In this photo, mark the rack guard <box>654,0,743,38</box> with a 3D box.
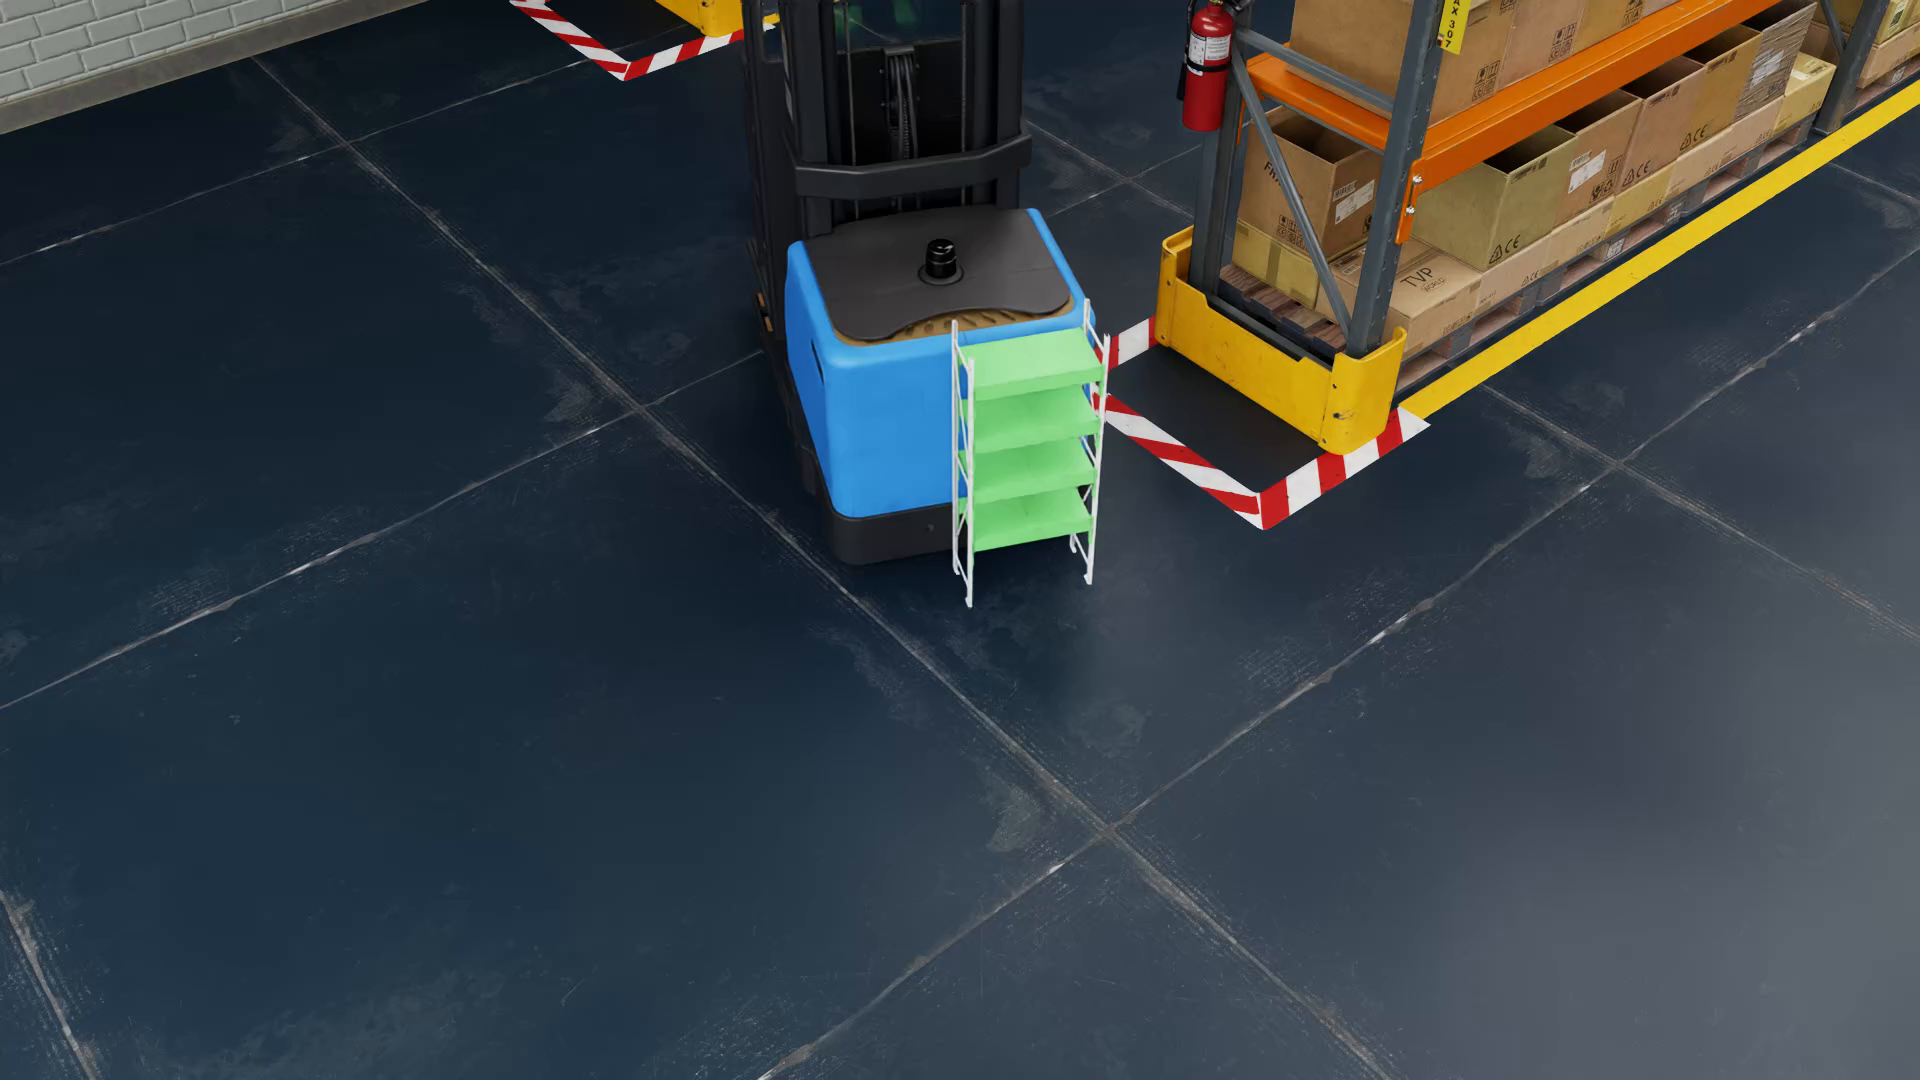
[{"bbox_3d":[-1.720,-3.554,10.169,0.348,0.500,1.175,-30,51,-28],"label":"rack guard"}]

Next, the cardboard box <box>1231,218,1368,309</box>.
[{"bbox_3d":[1.625,-1.373,7.723,0.500,0.250,0.500,-30,51,-28],"label":"cardboard box"}]

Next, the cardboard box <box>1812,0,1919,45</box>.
[{"bbox_3d":[4.948,-2.995,9.040,0.500,0.311,0.500,-30,51,-28],"label":"cardboard box"}]

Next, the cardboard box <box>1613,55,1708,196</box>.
[{"bbox_3d":[3.109,-2.032,7.877,0.500,0.500,0.500,-30,51,-28],"label":"cardboard box"}]

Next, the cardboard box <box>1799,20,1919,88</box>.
[{"bbox_3d":[4.939,-2.787,9.228,0.500,0.250,0.500,-31,51,-29],"label":"cardboard box"}]

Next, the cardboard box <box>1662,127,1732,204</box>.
[{"bbox_3d":[3.492,-1.979,8.368,0.500,0.250,0.500,-30,51,-28],"label":"cardboard box"}]

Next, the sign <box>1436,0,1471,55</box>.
[{"bbox_3d":[1.754,-1.882,5.873,0.005,0.325,0.100,-30,51,-28],"label":"sign"}]

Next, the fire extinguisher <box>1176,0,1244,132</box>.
[{"bbox_3d":[1.014,-1.996,6.740,0.183,0.674,0.296,-30,51,-28],"label":"fire extinguisher"}]

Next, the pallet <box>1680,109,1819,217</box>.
[{"bbox_3d":[3.834,-2.245,8.986,1.213,0.211,1.003,-30,51,-28],"label":"pallet"}]

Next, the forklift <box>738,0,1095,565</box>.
[{"bbox_3d":[-0.352,-1.994,6.732,1.130,2.935,3.031,-10,44,-11],"label":"forklift"}]

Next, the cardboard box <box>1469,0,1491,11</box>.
[{"bbox_3d":[1.842,-2.164,6.316,0.250,0.149,0.380,-30,51,-28],"label":"cardboard box"}]

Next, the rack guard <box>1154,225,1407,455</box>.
[{"bbox_3d":[1.384,-0.910,7.354,0.348,0.500,1.175,-30,51,-28],"label":"rack guard"}]

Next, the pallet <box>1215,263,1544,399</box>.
[{"bbox_3d":[1.963,-1.173,7.845,1.213,0.211,1.003,-30,51,-28],"label":"pallet"}]

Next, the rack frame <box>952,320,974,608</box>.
[{"bbox_3d":[0.010,-0.252,6.142,0.015,1.200,0.240,-10,44,-11],"label":"rack frame"}]

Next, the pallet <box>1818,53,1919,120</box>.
[{"bbox_3d":[5.011,-2.916,9.701,1.213,0.211,1.003,-30,51,-28],"label":"pallet"}]

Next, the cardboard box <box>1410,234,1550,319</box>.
[{"bbox_3d":[2.338,-1.323,7.669,0.500,0.250,0.500,-30,51,-28],"label":"cardboard box"}]

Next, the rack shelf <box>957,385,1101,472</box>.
[{"bbox_3d":[0.245,-0.424,6.068,0.480,0.148,0.258,-10,44,-11],"label":"rack shelf"}]

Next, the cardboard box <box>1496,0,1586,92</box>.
[{"bbox_3d":[2.169,-2.300,6.935,0.500,0.500,0.700,-28,50,-27],"label":"cardboard box"}]

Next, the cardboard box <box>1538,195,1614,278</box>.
[{"bbox_3d":[2.722,-1.542,7.903,0.500,0.250,0.500,-30,51,-28],"label":"cardboard box"}]

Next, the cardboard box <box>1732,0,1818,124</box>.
[{"bbox_3d":[3.865,-2.481,8.355,0.500,0.500,0.500,-30,51,-28],"label":"cardboard box"}]

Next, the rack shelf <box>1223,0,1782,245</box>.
[{"bbox_3d":[2.937,-2.448,7.691,4.000,0.370,1.077,-30,51,-28],"label":"rack shelf"}]

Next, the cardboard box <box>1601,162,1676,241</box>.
[{"bbox_3d":[3.109,-1.759,8.134,0.500,0.250,0.500,-30,51,-28],"label":"cardboard box"}]

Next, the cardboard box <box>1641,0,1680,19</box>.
[{"bbox_3d":[2.955,-2.748,7.412,0.500,0.500,0.700,-28,50,-27],"label":"cardboard box"}]

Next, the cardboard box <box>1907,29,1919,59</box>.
[{"bbox_3d":[5.332,-3.010,9.466,0.500,0.250,0.500,-29,50,-27],"label":"cardboard box"}]

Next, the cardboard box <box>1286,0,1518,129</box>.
[{"bbox_3d":[1.769,-2.067,6.686,0.500,0.500,0.700,-30,51,-28],"label":"cardboard box"}]

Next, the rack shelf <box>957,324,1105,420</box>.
[{"bbox_3d":[0.245,-0.599,5.904,0.480,0.148,0.258,-10,44,-11],"label":"rack shelf"}]

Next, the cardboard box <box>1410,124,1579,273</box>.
[{"bbox_3d":[2.339,-1.595,7.412,0.500,0.500,0.500,-30,51,-28],"label":"cardboard box"}]

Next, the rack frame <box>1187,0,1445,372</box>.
[{"bbox_3d":[1.403,-1.832,6.509,0.127,3.000,1.000,-30,51,-28],"label":"rack frame"}]

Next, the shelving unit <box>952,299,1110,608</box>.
[{"bbox_3d":[0.245,-0.296,6.189,0.503,1.200,0.258,-10,44,-11],"label":"shelving unit"}]

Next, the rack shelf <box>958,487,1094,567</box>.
[{"bbox_3d":[0.245,-0.074,6.397,0.480,0.148,0.258,-10,44,-11],"label":"rack shelf"}]

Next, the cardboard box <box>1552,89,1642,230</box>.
[{"bbox_3d":[2.715,-1.822,7.653,0.500,0.500,0.500,-30,51,-28],"label":"cardboard box"}]

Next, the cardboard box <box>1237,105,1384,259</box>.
[{"bbox_3d":[1.623,-1.648,7.467,0.500,0.500,0.500,-30,51,-28],"label":"cardboard box"}]

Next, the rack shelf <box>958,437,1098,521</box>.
[{"bbox_3d":[0.245,-0.249,6.232,0.480,0.148,0.258,-10,44,-11],"label":"rack shelf"}]

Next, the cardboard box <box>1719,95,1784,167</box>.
[{"bbox_3d":[3.866,-2.207,8.610,0.500,0.250,0.500,-30,51,-28],"label":"cardboard box"}]

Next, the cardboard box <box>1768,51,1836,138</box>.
[{"bbox_3d":[4.256,-2.421,8.839,0.500,0.250,0.500,-30,51,-28],"label":"cardboard box"}]

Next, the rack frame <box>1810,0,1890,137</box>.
[{"bbox_3d":[4.471,-3.589,8.380,0.127,3.000,1.000,-30,51,-28],"label":"rack frame"}]

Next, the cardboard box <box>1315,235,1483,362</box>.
[{"bbox_3d":[1.957,-1.101,7.433,0.500,0.250,0.500,-30,51,-28],"label":"cardboard box"}]

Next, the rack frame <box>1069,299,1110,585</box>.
[{"bbox_3d":[0.481,-0.339,6.235,0.015,1.200,0.240,-10,44,-11],"label":"rack frame"}]

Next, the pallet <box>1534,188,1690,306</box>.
[{"bbox_3d":[2.898,-1.706,8.413,1.213,0.211,1.003,-30,51,-28],"label":"pallet"}]

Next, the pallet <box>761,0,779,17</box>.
[{"bbox_3d":[-1.074,-3.787,10.628,1.213,0.211,1.003,-30,51,-28],"label":"pallet"}]

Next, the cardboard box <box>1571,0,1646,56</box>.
[{"bbox_3d":[2.554,-2.515,7.164,0.500,0.500,0.700,-29,51,-28],"label":"cardboard box"}]

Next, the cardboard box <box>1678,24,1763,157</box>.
[{"bbox_3d":[3.484,-2.259,8.119,0.500,0.500,0.500,-30,51,-28],"label":"cardboard box"}]
